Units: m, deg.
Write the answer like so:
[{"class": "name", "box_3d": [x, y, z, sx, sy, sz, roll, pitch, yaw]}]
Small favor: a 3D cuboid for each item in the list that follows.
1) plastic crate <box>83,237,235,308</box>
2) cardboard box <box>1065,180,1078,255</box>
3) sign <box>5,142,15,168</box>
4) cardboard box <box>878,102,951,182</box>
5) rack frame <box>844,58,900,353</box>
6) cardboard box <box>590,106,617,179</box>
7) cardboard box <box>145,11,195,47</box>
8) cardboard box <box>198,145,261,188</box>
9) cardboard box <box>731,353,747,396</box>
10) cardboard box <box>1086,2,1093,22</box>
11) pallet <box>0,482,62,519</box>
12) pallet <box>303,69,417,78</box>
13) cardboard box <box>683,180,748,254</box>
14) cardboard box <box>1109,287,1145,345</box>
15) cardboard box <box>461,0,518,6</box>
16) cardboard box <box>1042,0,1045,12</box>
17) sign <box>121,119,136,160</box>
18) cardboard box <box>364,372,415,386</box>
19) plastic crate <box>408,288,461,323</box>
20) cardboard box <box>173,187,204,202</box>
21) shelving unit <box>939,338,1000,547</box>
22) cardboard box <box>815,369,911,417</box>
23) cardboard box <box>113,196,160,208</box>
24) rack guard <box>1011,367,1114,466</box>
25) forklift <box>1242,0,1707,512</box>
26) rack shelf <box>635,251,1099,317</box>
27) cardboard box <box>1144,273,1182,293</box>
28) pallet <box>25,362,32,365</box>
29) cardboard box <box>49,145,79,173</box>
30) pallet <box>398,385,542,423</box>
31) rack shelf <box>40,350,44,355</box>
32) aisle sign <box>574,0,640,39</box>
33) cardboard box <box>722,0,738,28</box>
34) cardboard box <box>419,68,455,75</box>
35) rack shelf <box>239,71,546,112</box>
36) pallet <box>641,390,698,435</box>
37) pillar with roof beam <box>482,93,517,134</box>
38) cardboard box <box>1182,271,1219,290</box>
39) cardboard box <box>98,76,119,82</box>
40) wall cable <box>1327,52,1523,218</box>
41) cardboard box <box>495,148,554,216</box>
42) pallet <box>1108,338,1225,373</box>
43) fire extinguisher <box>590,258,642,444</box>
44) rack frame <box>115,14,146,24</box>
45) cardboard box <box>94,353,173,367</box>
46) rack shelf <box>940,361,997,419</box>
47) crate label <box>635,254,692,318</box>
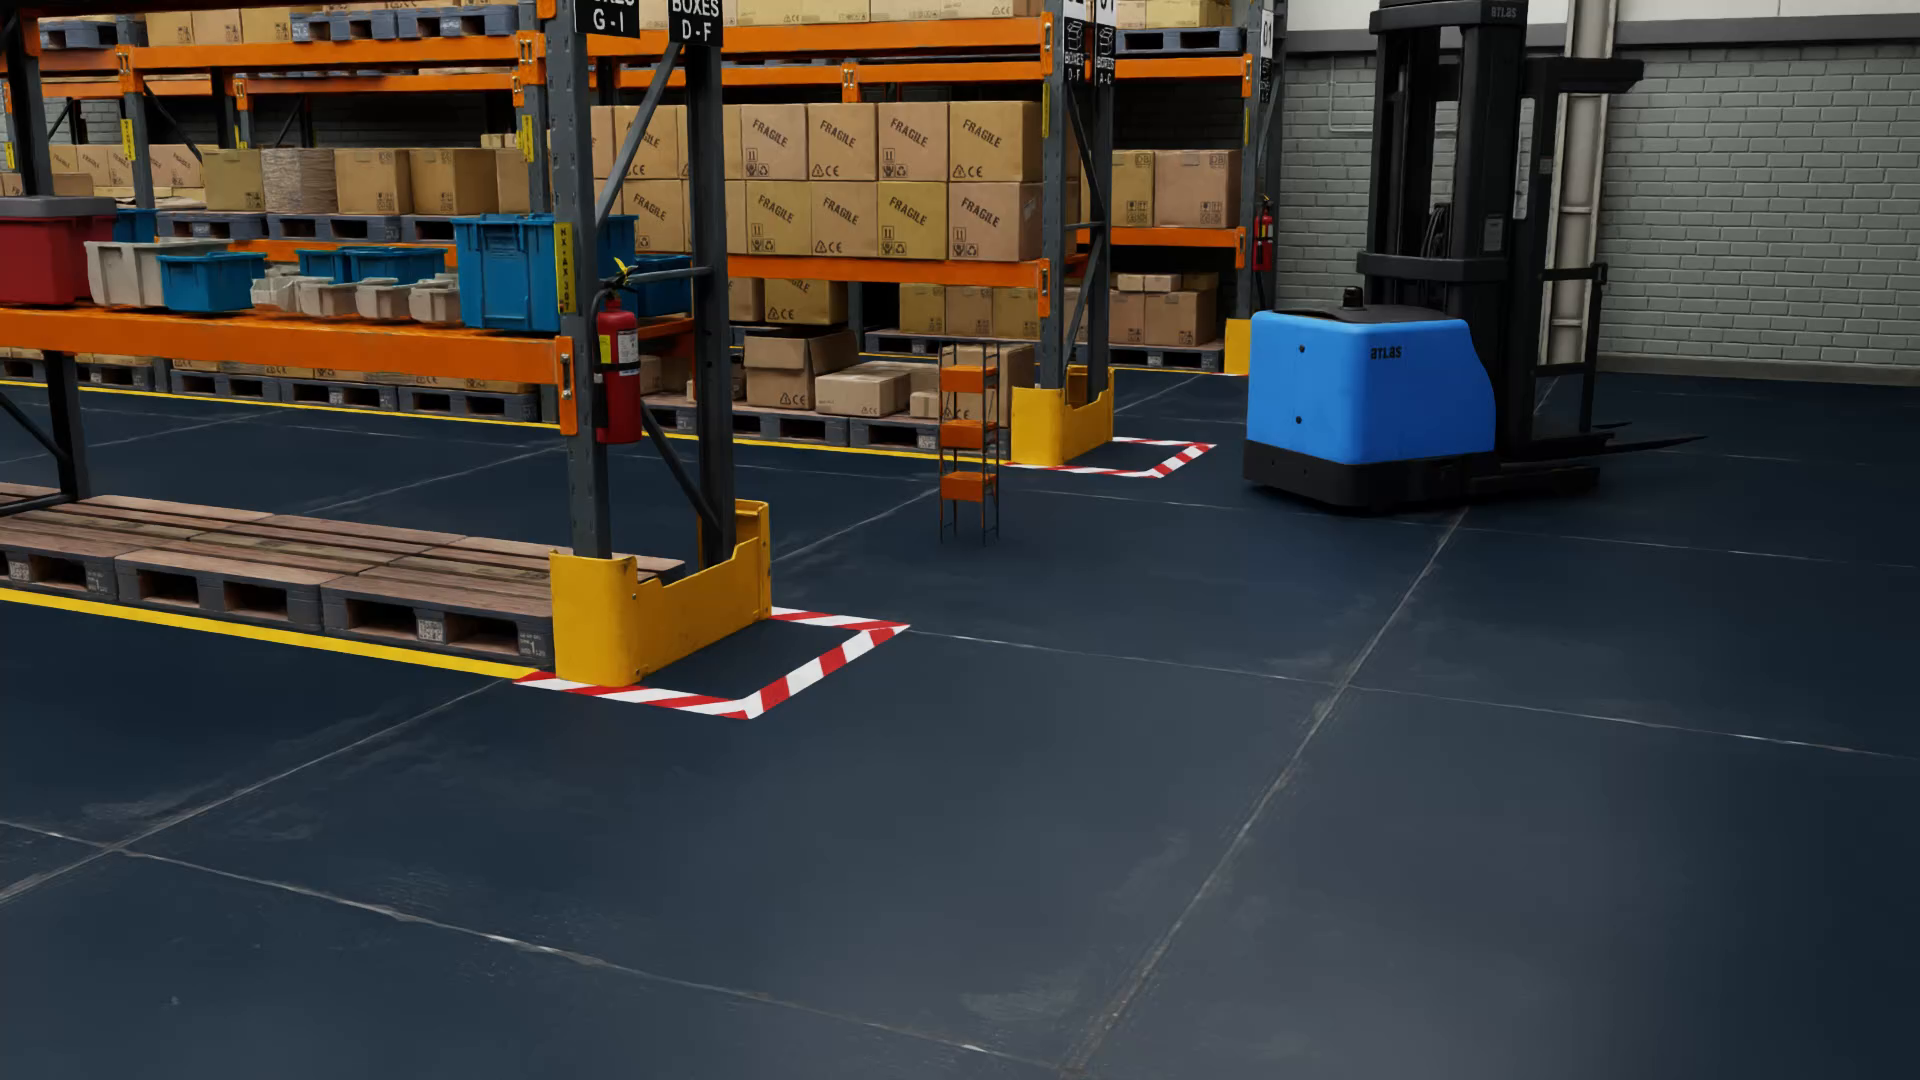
[{"class": "plastic crate", "box_3d": [-3.567, -1.191, 7.393, 0.530, 0.282, 0.437, 6, 14, 23]}, {"class": "cardboard box", "box_3d": [0.480, -2.208, 11.381, 0.500, 0.500, 0.500, 6, 15, 24]}, {"class": "sign", "box_3d": [-12.067, -4.887, 21.121, 0.005, 0.325, 0.100, 6, 14, 23]}, {"class": "cardboard box", "box_3d": [-0.202, -2.629, 10.986, 0.500, 0.500, 0.500, 6, 15, 25]}, {"class": "rack frame", "box_3d": [-0.876, -3.469, 16.971, 0.127, 3.000, 1.000, 6, 14, 23]}, {"class": "cardboard box", "box_3d": [-2.562, -2.867, 11.998, 0.500, 0.500, 0.500, 6, 15, 25]}, {"class": "cardboard box", "box_3d": [-6.123, -4.279, 13.641, 0.500, 0.500, 0.910, 6, 14, 23]}, {"class": "cardboard box", "box_3d": [-8.748, -4.490, 19.966, 0.500, 0.500, 0.500, 6, 14, 23]}, {"class": "cardboard box", "box_3d": [-1.557, -1.276, 12.549, 0.500, 0.311, 0.500, 6, 14, 23]}, {"class": "cardboard box", "box_3d": [1.050, -4.846, 15.466, 0.500, 0.250, 0.500, 5, 14, 22]}, {"class": "pallet", "box_3d": [-5.577, -0.122, 8.812, 1.213, 0.211, 1.003, 6, 14, 23]}, {"class": "pallet", "box_3d": [-6.719, -5.403, 19.060, 1.003, 0.211, 1.213, 6, 14, 23]}, {"class": "cardboard box", "box_3d": [-1.597, -2.285, 11.707, 0.500, 0.500, 0.500, 6, 14, 23]}, {"class": "cardboard box", "box_3d": [1.643, -2.176, 16.016, 0.500, 0.500, 0.700, 6, 14, 23]}, {"class": "cardboard box", "box_3d": [-3.310, -4.258, 12.411, 0.600, 0.600, 0.600, 4, 14, 18]}, {"class": "cardboard box", "box_3d": [0.412, -3.551, 11.086, 0.500, 0.250, 0.500, 6, 14, 23]}, {"class": "sign", "box_3d": [-6.758, -3.251, 13.510, 0.005, 0.325, 0.100, 6, 14, 23]}, {"class": "cardboard box", "box_3d": [-4.353, -1.511, 13.135, 0.500, 0.500, 0.500, 6, 14, 24]}, {"class": "plastic crate", "box_3d": [-2.050, -0.968, 6.759, 0.243, 0.136, 0.396, 6, 14, 23]}, {"class": "cardboard box", "box_3d": [-9.198, -4.174, 20.261, 0.500, 0.250, 0.500, 6, 14, 23]}, {"class": "shelving unit", "box_3d": [0.049, -0.506, 8.614, 0.252, 1.050, 0.215, 6, 14, 23]}, {"class": "cardboard box", "box_3d": [-0.675, -1.032, 11.643, 0.500, 0.250, 0.500, 6, 14, 23]}, {"class": "cardboard box", "box_3d": [-7.275, -2.884, 14.673, 0.500, 0.311, 0.500, 6, 14, 23]}, {"class": "rack guard", "box_3d": [0.709, -0.854, 11.298, 0.348, 0.500, 1.175, 6, 14, 23]}, {"class": "forklift", "box_3d": [3.264, -1.790, 9.968, 3.031, 2.935, 1.130, -6, 15, -25]}, {"class": "rack shelf", "box_3d": [-1.050, -1.898, 11.854, 4.000, 0.370, 1.077, 6, 14, 23]}, {"class": "cardboard box", "box_3d": [1.910, -2.420, 15.633, 0.250, 0.149, 0.380, 6, 14, 23]}, {"class": "pallet", "box_3d": [-9.504, -1.756, 15.778, 1.213, 0.211, 1.003, 6, 14, 23]}, {"class": "cardboard box", "box_3d": [-11.085, -4.726, 20.973, 0.500, 0.500, 0.500, 6, 14, 23]}, {"class": "pallet", "box_3d": [-3.638, -1.143, 13.166, 1.213, 0.211, 1.003, 6, 14, 23]}, {"class": "rack shelf", "box_3d": [-6.717, -1.234, 9.023, 4.000, 0.370, 1.077, 6, 14, 23]}, {"class": "aisle sign", "box_3d": [-1.284, -2.227, 5.989, 0.004, 0.787, 0.394, 6, 14, 23]}, {"class": "cardboard box", "box_3d": [-1.622, -3.631, 11.423, 0.500, 0.250, 0.500, 6, 14, 23]}, {"class": "cardboard box", "box_3d": [-5.681, -5.498, 18.785, 0.637, 0.503, 0.797, 8, 15, 31]}, {"class": "rack shelf", "box_3d": [-6.362, -5.134, 19.076, 4.000, 0.370, 1.077, 6, 14, 23]}, {"class": "pallet", "box_3d": [-2.251, -1.012, 12.607, 1.213, 0.211, 1.003, 6, 14, 23]}, {"class": "pillar with roof beam", "box_3d": [-7.115, -6.161, 15.314, 0.400, 9.000, 9.100, 6, 14, 23]}, {"class": "cardboard box", "box_3d": [2.296, -2.476, 15.873, 0.250, 0.149, 0.380, 6, 14, 24]}, {"class": "cardboard box", "box_3d": [-10.191, -5.865, 20.355, 0.500, 0.500, 0.500, 7, 15, 27]}, {"class": "wall cable", "box_3d": [4.335, -3.672, 15.615, 1.851, 1.984, 0.084, 6, 14, 23]}, {"class": "cardboard box", "box_3d": [-3.221, -2.777, 12.887, 0.500, 0.500, 0.700, 1, 13, 4]}, {"class": "pallet", "box_3d": [2.019, -1.799, 15.958, 1.213, 0.211, 1.003, 6, 14, 23]}, {"class": "fire extinguisher", "box_3d": [-1.277, -0.701, 6.163, 0.183, 0.674, 0.296, 6, 14, 23]}, {"class": "rack frame", "box_3d": [-6.536, -5.724, 13.452, 0.127, 3.000, 1.000, 6, 14, 23]}, {"class": "cardboard box", "box_3d": [-7.116, -1.667, 14.394, 0.500, 0.250, 0.500, 6, 15, 25]}, {"class": "rack shelf", "box_3d": [0.049, -0.772, 8.551, 0.240, 0.259, 0.215, 6, 14, 23]}, {"class": "crate label", "box_3d": [-1.324, -1.069, 6.978, 0.303, 0.233, 0.416, 6, 14, 23]}]
